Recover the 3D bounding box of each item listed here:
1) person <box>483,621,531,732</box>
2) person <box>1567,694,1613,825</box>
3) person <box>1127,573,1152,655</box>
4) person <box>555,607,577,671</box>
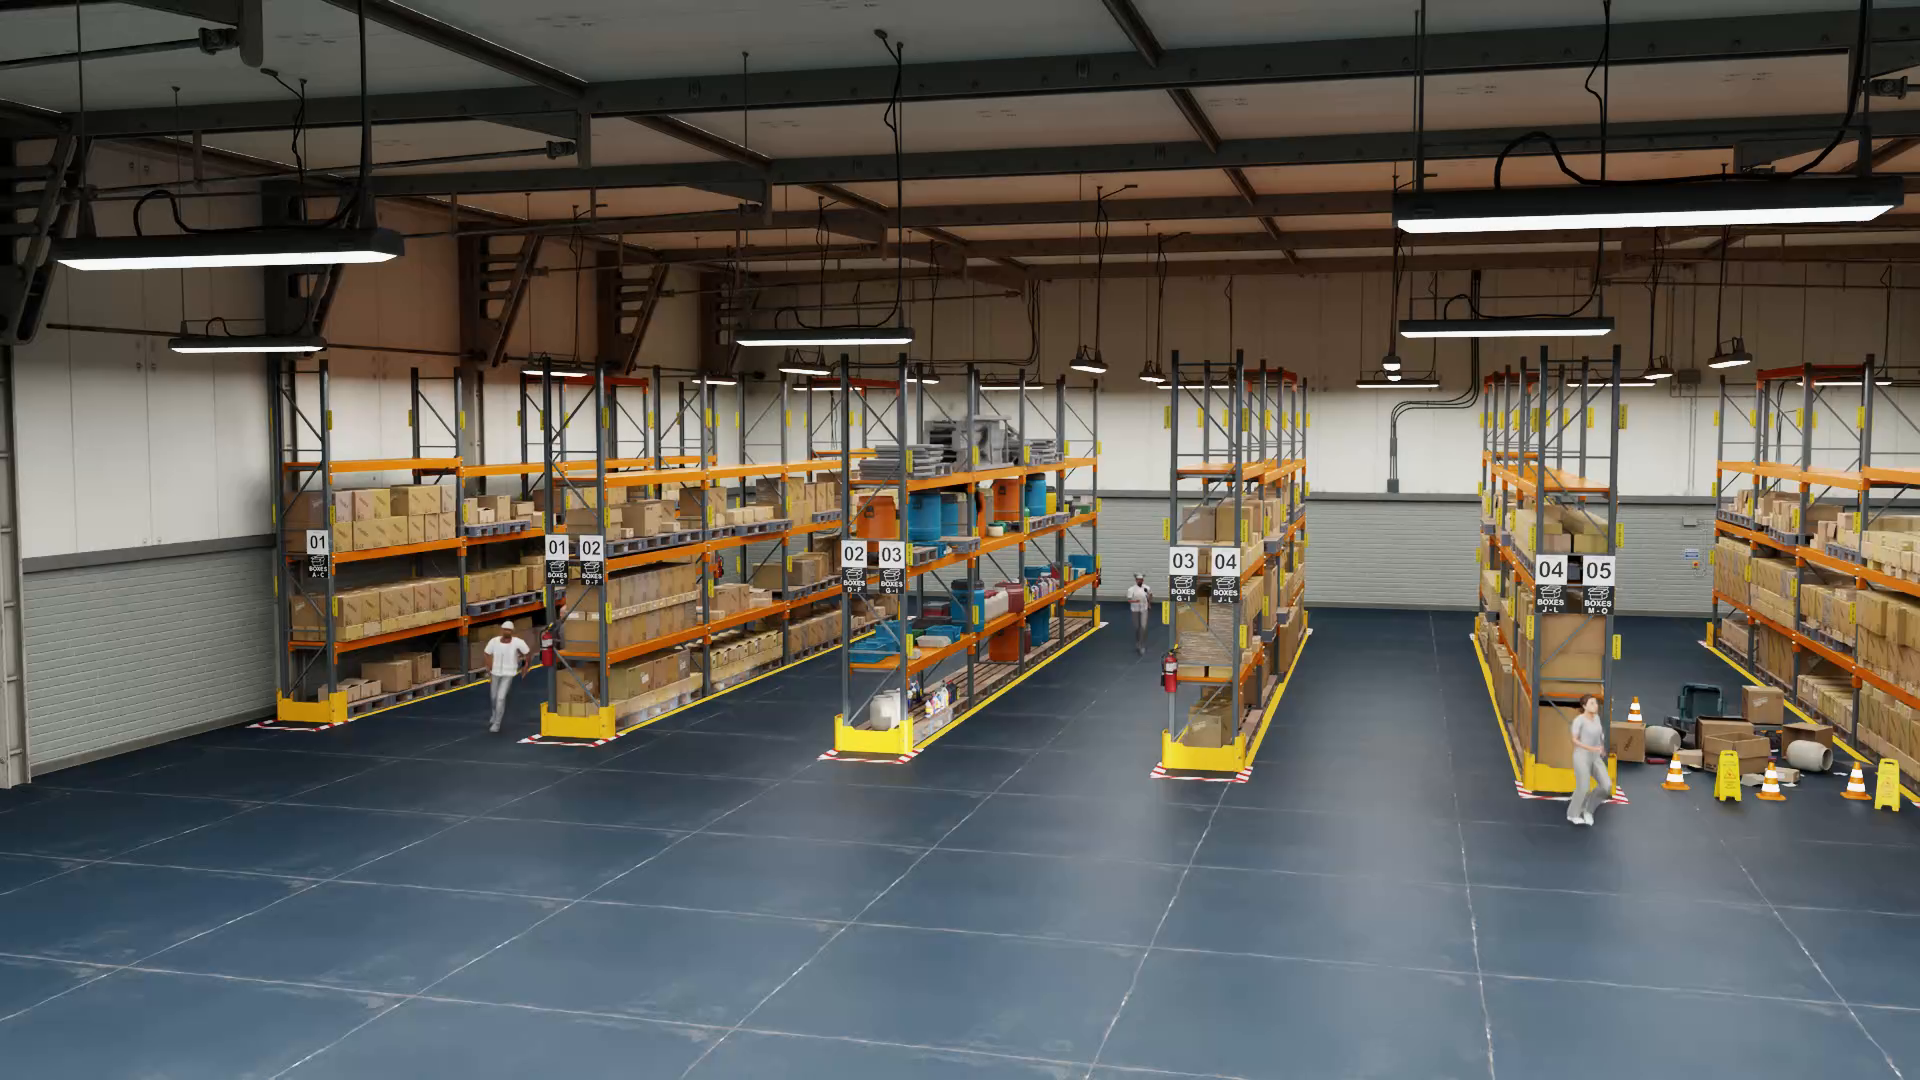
[{"bbox_3d":[-7.364,2.179,26.958,0.758,1.754,0.888,0,4,0],"label":"person"},{"bbox_3d":[7.750,2.707,20.422,0.596,1.648,0.629,-2,4,-24],"label":"person"},{"bbox_3d":[3.876,1.566,35.931,0.554,1.744,0.846,0,4,7],"label":"person"},{"bbox_3d":[-6.929,2.032,29.180,0.709,1.737,0.757,0,4,1],"label":"person"}]
